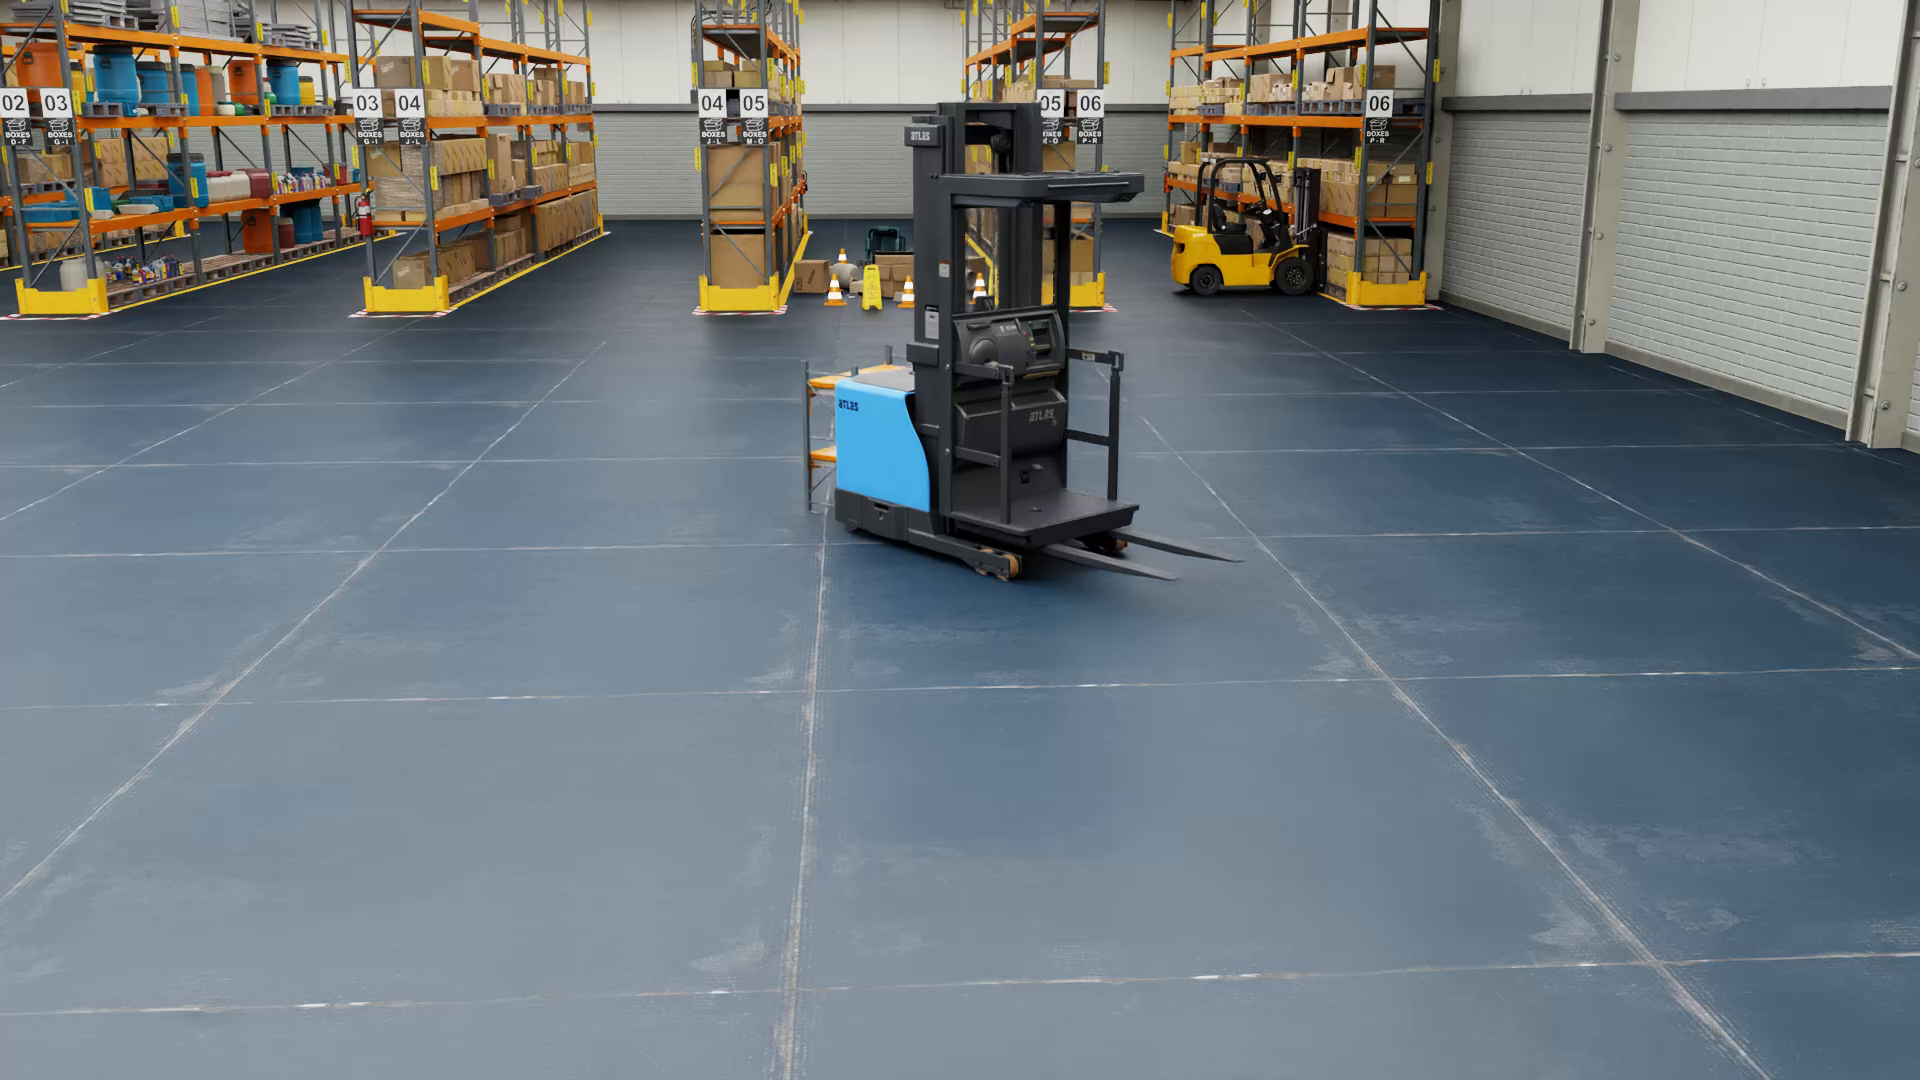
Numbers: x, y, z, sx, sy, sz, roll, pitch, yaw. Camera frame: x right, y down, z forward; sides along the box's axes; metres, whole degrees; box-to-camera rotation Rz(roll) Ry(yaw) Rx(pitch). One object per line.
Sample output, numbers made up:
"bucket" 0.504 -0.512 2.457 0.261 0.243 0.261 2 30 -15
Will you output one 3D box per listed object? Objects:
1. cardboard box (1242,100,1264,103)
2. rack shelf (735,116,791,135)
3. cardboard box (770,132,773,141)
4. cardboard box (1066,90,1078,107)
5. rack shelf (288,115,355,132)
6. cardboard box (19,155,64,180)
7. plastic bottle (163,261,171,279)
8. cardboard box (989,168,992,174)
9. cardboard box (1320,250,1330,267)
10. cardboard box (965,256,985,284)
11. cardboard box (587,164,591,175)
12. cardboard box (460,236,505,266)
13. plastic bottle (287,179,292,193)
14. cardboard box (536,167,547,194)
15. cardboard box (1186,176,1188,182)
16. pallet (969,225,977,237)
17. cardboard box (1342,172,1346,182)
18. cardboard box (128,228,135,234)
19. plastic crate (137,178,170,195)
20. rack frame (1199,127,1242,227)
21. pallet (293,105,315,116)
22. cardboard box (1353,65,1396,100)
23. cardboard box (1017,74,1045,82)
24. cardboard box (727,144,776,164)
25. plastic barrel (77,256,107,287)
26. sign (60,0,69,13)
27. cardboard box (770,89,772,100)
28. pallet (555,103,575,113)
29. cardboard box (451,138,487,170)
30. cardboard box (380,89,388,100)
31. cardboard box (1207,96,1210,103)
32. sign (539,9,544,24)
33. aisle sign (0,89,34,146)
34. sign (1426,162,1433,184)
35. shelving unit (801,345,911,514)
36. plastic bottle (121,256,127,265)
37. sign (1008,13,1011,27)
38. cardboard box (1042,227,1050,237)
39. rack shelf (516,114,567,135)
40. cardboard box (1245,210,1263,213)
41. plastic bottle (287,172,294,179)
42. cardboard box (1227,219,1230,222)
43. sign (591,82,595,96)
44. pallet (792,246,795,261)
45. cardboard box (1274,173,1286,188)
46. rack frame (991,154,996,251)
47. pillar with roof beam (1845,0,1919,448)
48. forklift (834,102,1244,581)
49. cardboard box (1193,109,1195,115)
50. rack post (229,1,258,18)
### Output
"cardboard box" 5.820 -8.759 33.031 0.380 0.149 0.250 -1 14 -2
"rack shelf" -3.682 -7.529 30.194 1.077 0.370 4.000 -1 14 -3
"cardboard box" -4.353 -8.707 36.542 0.500 0.500 0.500 -1 14 -5
"cardboard box" 1.858 -6.688 25.184 0.500 0.250 0.500 -1 14 -4
"rack shelf" -14.078 -9.391 37.430 1.077 0.370 4.000 -1 14 -3
"cardboard box" -18.986 -7.674 34.290 0.700 0.500 0.500 1 14 5
"plastic bottle" -13.068 -4.454 27.386 0.061 0.283 0.133 0 14 0
"cardboard box" 0.844 -7.310 33.216 0.500 0.250 0.500 -1 14 -4
"cardboard box" 6.162 -4.595 27.038 0.500 0.250 0.500 -1 14 -5
"cardboard box" 0.084 -4.532 28.134 0.500 0.500 0.500 10 18 35
"cardboard box" -8.933 -8.690 38.983 0.500 0.250 0.500 -1 14 -4
"cardboard box" -8.543 -5.151 29.659 0.700 0.500 0.500 -1 14 -4
"plastic bottle" -13.442 -7.080 33.281 0.097 0.271 0.097 0 14 0
"cardboard box" -8.556 -7.173 33.184 0.500 0.500 0.500 -1 14 -5
"cardboard box" 5.484 -8.434 38.791 0.380 0.149 0.250 -1 14 -4
"pallet" 0.760 -7.466 40.119 1.003 0.211 1.213 -1 14 -3
"cardboard box" 6.272 -5.747 26.340 0.380 0.149 0.250 -1 14 -4
"cardboard box" -19.020 -7.185 37.559 0.797 0.503 0.637 -1 14 -3
"plastic crate" -13.794 -5.947 28.490 0.402 0.464 0.583 -1 14 -3
"rack frame" 5.834 -8.096 36.974 1.000 3.000 0.127 -1 14 -3
"pallet" -13.735 -8.675 33.583 1.003 0.211 1.213 -1 14 -3
"cardboard box" 6.307 -6.971 25.337 0.500 0.500 0.500 0 14 -2
"cardboard box" 1.213 -7.997 29.023 0.500 0.250 0.500 -1 14 -2
"cardboard box" -3.320 -5.898 25.962 0.875 0.550 0.550 -1 14 -3
"plastic barrel" -13.359 -4.091 25.556 0.421 0.512 0.421 0 14 0
"sign" -12.662 -7.617 23.489 0.100 0.325 0.005 -1 14 -3
"cardboard box" -3.060 -6.795 25.356 0.380 0.149 0.250 -1 14 -3
"pallet" -9.051 -9.479 36.507 1.003 0.211 1.213 -1 14 -3
"cardboard box" -8.213 -6.445 27.753 0.500 0.500 0.500 -1 14 -3
"cardboard box" -8.596 -6.519 24.324 0.380 0.149 0.250 -1 14 -3
"cardboard box" 5.481 -9.408 35.513 0.380 0.149 0.250 -1 14 -3
"sign" -9.813 -12.288 39.034 0.100 0.325 0.005 -1 14 -3
"aisle sign" -13.503 -6.042 23.771 0.394 0.787 0.004 -1 14 -3
"sign" 7.132 -5.577 25.285 0.100 0.325 0.005 -1 14 -3
"shelving unit" -0.651 -0.828 12.485 0.538 1.125 1.048 10 17 33
"plastic bottle" -13.823 -4.523 27.518 0.144 0.351 0.185 0 14 -2
"sign" 1.175 -12.415 39.684 0.100 0.325 0.005 -1 14 -3
"cardboard box" 1.224 -4.869 26.299 0.380 0.149 0.250 0 14 -2
"rack shelf" -8.887 -8.473 33.861 1.077 0.370 4.000 -1 14 -3
"cardboard box" 6.227 -6.864 35.056 0.380 0.149 0.250 -1 14 -3
"plastic bottle" -14.253 -7.663 35.388 0.144 0.351 0.185 -1 14 -3
"cardboard box" 5.785 -6.451 34.753 0.500 0.500 0.500 0 14 -1
"sign" -8.716 -10.709 39.490 0.100 0.325 0.005 -1 14 -3
"pallet" -3.853 -5.766 33.515 1.003 0.211 1.213 -1 14 -3
"cardboard box" 6.005 -6.522 30.154 0.500 0.250 0.500 -1 14 -5
"rack frame" 1.128 -7.024 32.806 1.000 3.000 0.127 -1 14 -3
"pillar with roof beam" 3.881 -5.154 13.497 9.100 9.000 0.400 -1 14 -3
"forklift" 0.475 -1.306 10.722 1.130 2.935 3.031 -13 19 -41
"cardboard box" 5.486 -9.701 37.696 0.380 0.149 0.250 -1 14 -4
"rack post" -13.853 -10.142 31.850 0.624 0.289 0.986 -1 14 -3
